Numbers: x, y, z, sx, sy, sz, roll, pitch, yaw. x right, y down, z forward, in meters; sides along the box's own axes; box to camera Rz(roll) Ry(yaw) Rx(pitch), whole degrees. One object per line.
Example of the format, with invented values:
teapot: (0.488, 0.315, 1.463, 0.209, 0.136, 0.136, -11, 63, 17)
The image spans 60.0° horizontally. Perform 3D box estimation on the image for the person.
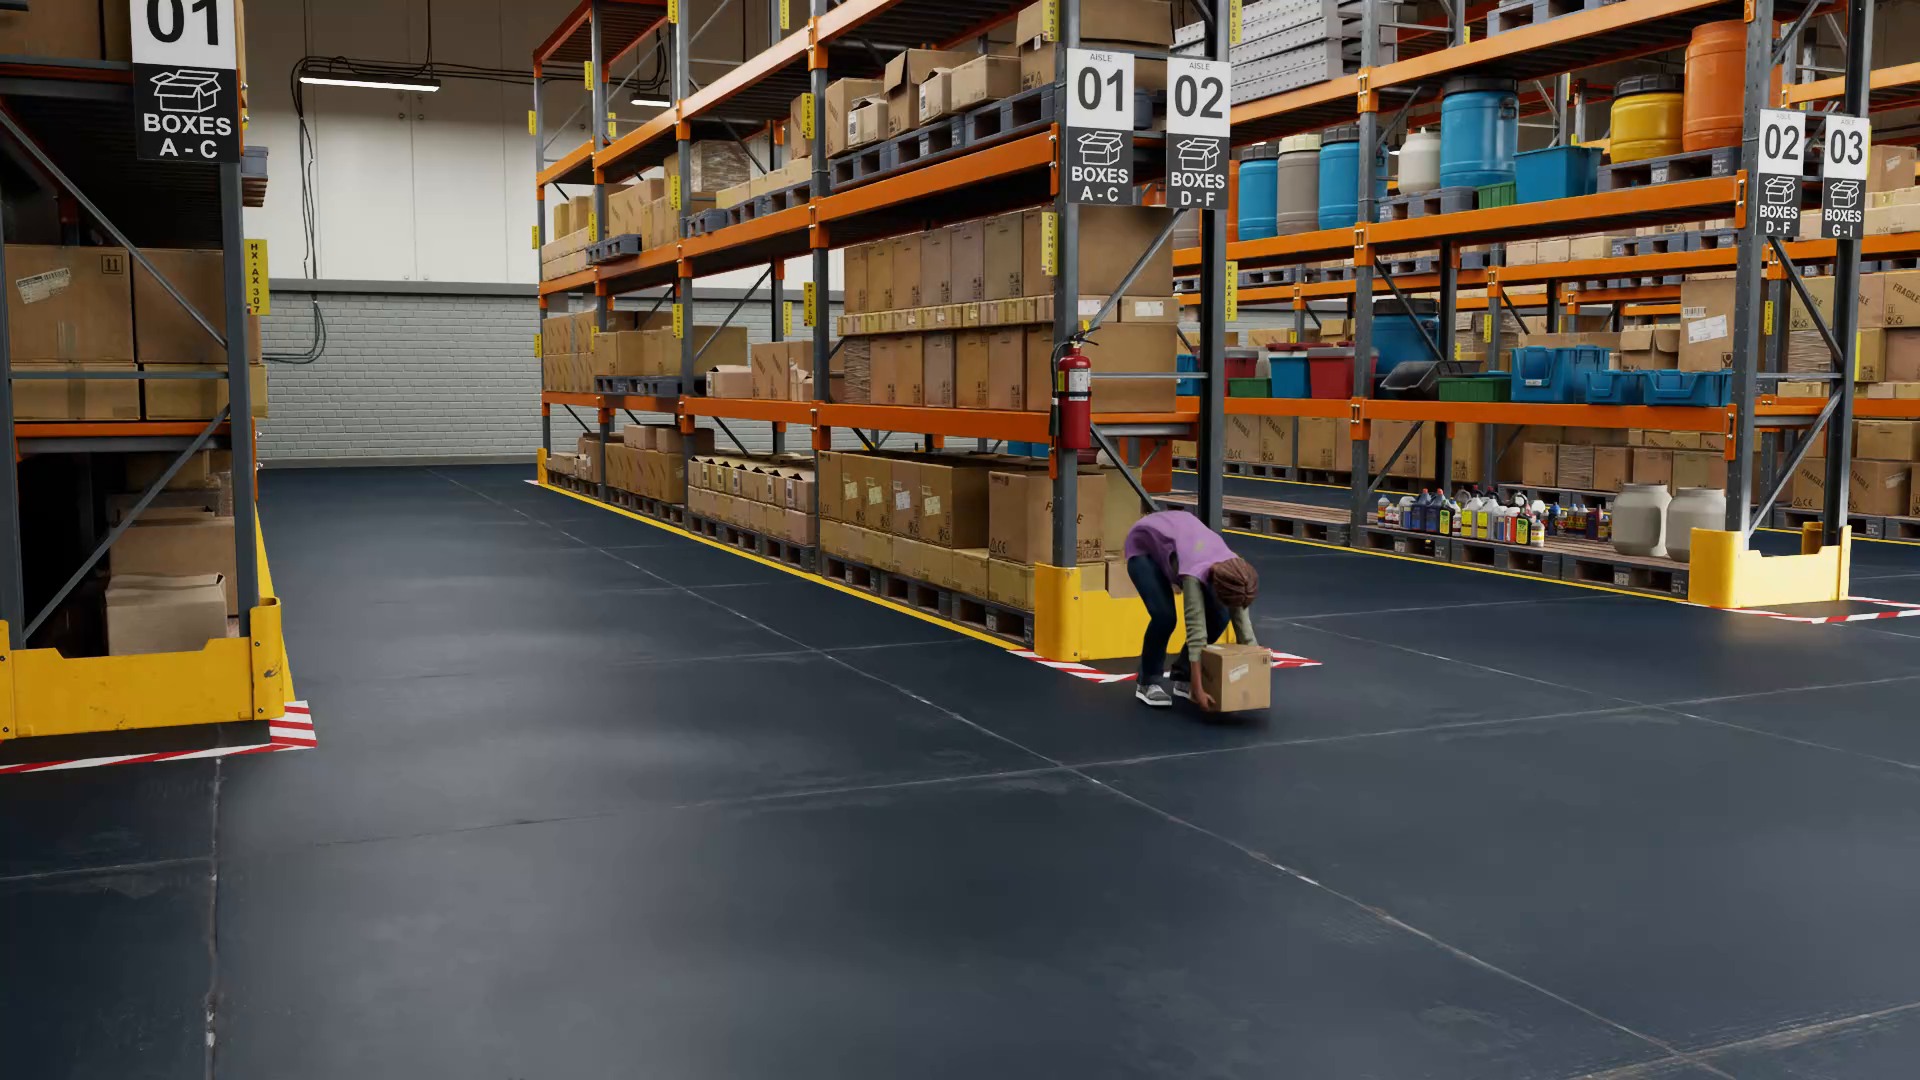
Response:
person: (1.061, 0.343, 7.532, 0.423, 0.850, 0.854, -3, 6, -26)
